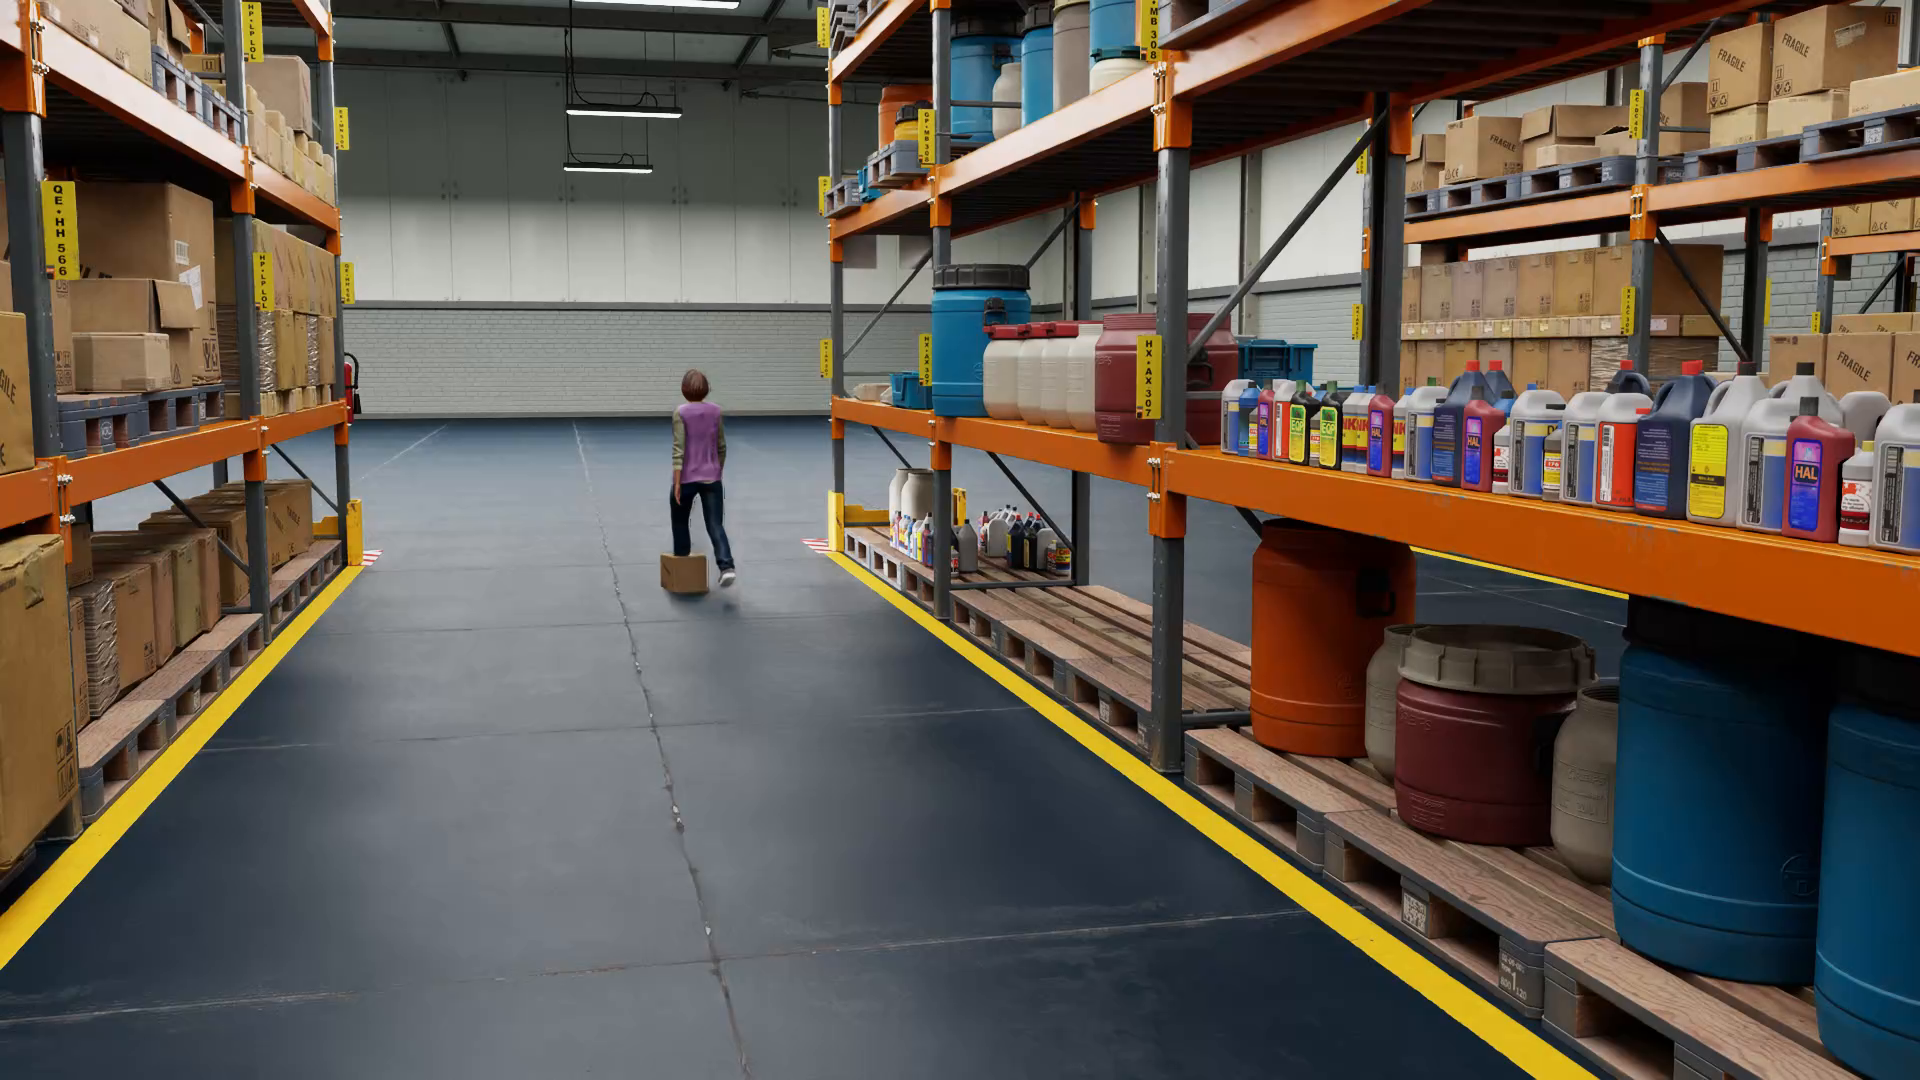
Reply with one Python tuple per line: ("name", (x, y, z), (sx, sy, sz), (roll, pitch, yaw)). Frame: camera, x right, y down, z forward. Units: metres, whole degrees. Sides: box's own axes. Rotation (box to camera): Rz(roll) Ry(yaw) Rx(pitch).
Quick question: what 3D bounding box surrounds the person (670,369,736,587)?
("person", (-1.824, -0.418, 11.612), (0.429, 1.545, 0.931), (-3, 7, -25))
